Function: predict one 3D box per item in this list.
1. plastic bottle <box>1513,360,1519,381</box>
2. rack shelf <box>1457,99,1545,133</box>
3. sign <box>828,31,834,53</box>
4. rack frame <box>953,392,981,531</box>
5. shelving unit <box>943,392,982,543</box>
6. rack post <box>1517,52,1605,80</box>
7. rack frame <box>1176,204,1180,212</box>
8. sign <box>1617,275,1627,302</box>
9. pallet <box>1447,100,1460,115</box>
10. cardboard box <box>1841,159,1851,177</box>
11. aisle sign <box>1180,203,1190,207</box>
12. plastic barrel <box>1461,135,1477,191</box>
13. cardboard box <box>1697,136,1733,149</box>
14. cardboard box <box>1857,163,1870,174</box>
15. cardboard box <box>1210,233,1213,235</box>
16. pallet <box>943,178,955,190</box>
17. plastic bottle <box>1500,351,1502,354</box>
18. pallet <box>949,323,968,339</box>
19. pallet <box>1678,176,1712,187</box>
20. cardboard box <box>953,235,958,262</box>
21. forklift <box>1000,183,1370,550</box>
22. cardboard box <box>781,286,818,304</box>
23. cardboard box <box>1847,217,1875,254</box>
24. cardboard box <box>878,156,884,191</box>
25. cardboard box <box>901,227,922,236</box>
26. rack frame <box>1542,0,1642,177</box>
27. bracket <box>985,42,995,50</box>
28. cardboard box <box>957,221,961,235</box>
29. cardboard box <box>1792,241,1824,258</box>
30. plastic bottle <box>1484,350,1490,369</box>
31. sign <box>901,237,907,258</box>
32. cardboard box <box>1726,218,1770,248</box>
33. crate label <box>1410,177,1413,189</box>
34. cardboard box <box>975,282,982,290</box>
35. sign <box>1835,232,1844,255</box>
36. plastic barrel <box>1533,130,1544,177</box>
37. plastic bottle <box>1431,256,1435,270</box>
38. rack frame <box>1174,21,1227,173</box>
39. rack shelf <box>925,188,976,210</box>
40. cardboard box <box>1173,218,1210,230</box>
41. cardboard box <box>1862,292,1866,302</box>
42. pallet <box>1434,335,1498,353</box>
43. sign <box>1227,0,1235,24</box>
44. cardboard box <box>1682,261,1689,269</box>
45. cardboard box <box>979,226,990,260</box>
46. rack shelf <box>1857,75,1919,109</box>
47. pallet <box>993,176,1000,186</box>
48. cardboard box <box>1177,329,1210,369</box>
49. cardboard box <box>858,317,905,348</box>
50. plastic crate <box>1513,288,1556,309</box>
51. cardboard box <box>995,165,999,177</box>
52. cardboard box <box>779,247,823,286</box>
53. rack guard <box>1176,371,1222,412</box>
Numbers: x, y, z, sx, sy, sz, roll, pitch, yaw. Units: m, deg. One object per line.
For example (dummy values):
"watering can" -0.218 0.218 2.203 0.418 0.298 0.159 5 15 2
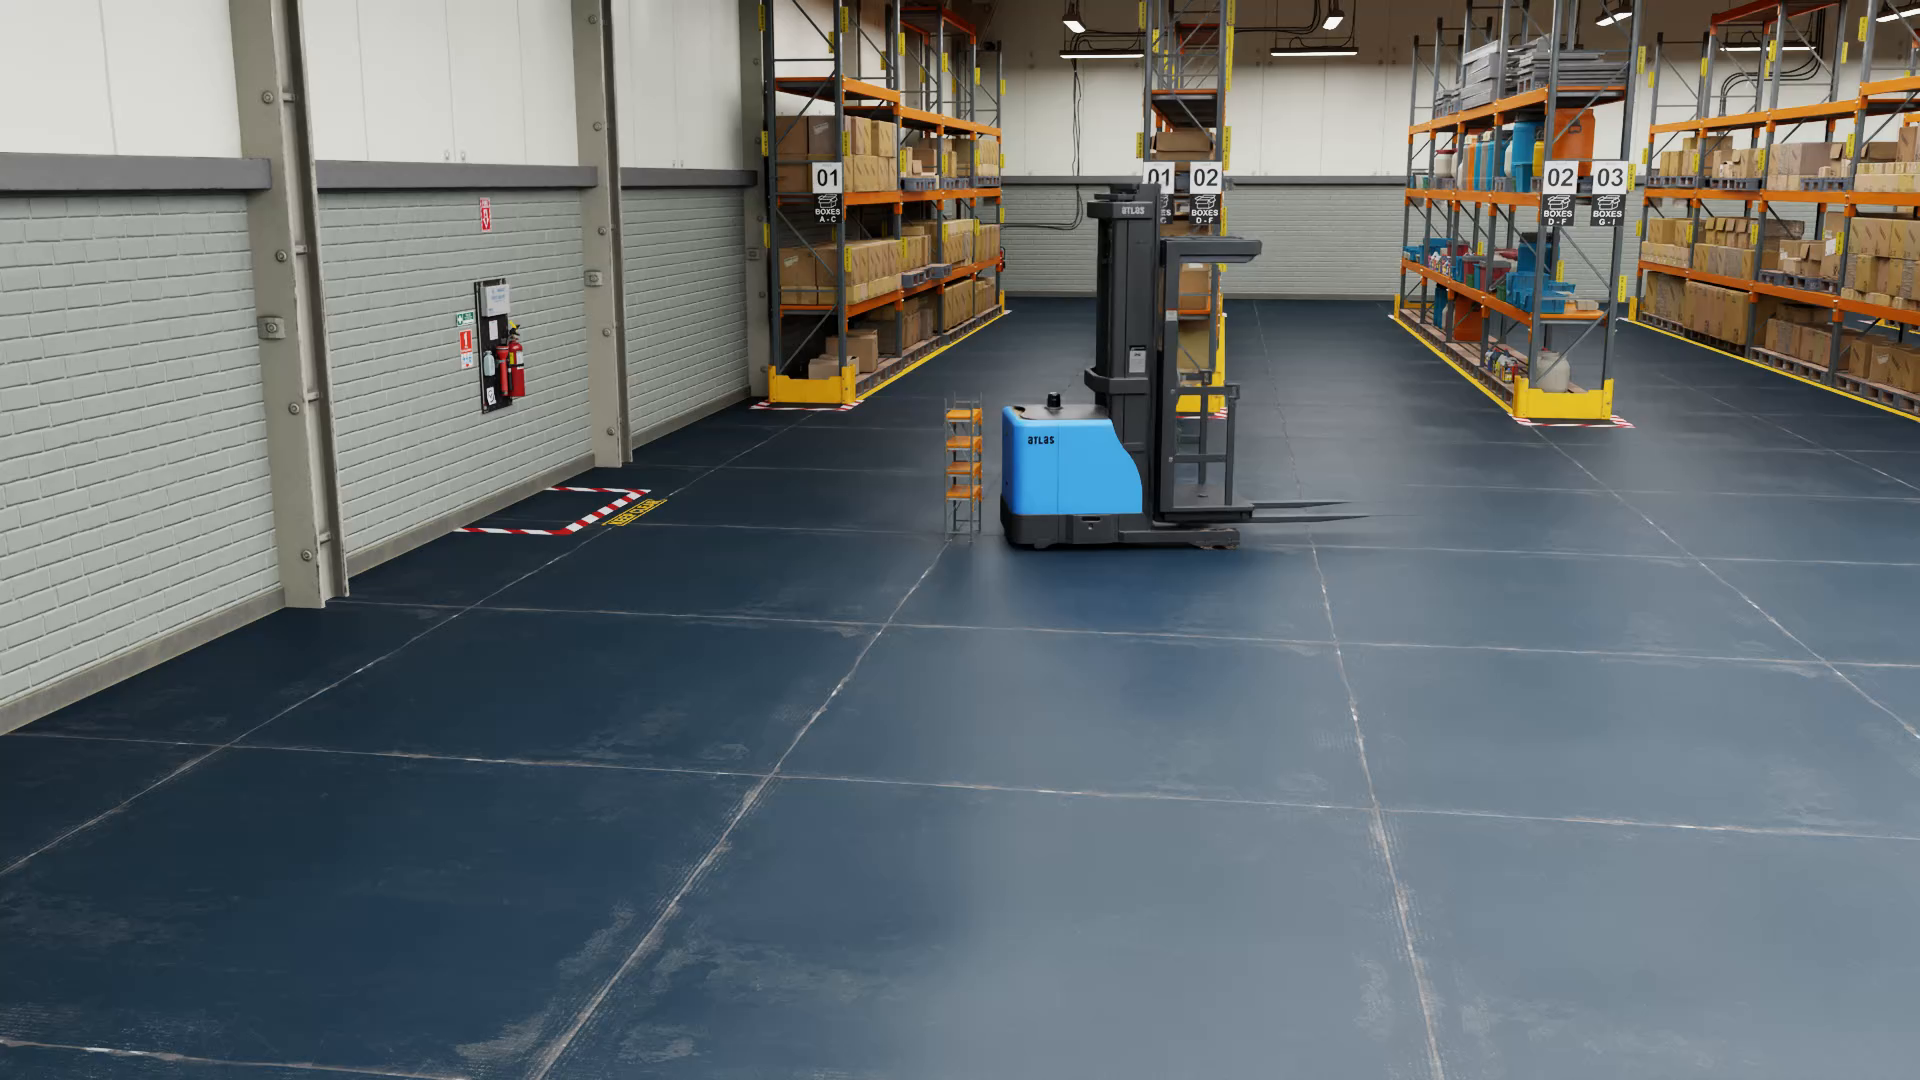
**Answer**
"plastic bottle" 7.767 -2.365 23.249 0.061 0.283 0.133 2 12 9
"rack shelf" 8.669 -6.667 26.227 1.077 0.370 4.000 2 12 9
"sign" -1.977 -7.670 25.630 0.100 0.325 0.005 2 12 9
"rack frame" 0.063 -0.672 14.263 0.240 1.200 0.015 2 12 9
"shelving unit" 0.025 -0.621 14.027 0.258 1.200 0.503 2 12 9
"rack post" 8.014 -6.333 22.198 0.937 0.300 0.954 2 12 8
"rack frame" 5.314 -6.525 37.149 1.000 3.000 0.127 2 12 9
"sign" 8.290 -3.149 20.830 0.100 0.325 0.005 2 12 9
"pallet" 9.118 -7.492 28.795 1.213 0.211 1.003 2 12 9
"cardboard box" 13.302 -5.510 24.642 0.396 0.266 0.258 2 12 11
"aisle sign" 5.034 -7.819 36.985 0.394 0.787 0.004 2 12 9
"plastic barrel" 8.636 -6.246 27.544 0.600 0.901 0.600 0 12 0
"cardboard box" 14.637 -7.702 32.239 0.500 0.250 0.500 1 12 5
"cardboard box" 12.901 -5.235 23.455 0.380 0.149 0.250 2 12 7
"cardboard box" 4.398 -5.432 30.847 0.700 0.500 0.500 4 13 19
"pallet" -0.765 -6.529 30.496 1.213 0.211 1.003 2 12 11
"plastic bottle" 7.962 -2.629 24.475 0.061 0.283 0.133 2 12 9
"pallet" -0.426 -4.071 32.382 1.003 0.211 1.213 2 12 9
"pallet" 14.622 -6.963 32.274 1.003 0.211 1.213 2 12 9
"cardboard box" -0.317 -5.528 31.533 0.500 0.500 0.500 2 12 8
"forklift" 1.892 -1.464 13.828 3.031 2.935 1.130 -1 12 -4
"cardboard box" -2.162 -3.394 22.929 0.500 0.250 0.500 2 12 9
"cardboard box" 12.936 -4.303 23.521 0.500 0.500 0.500 2 12 9
"cardboard box" -1.399 -5.377 24.418 0.500 0.500 0.500 1 12 6
"cardboard box" -0.870 -5.460 29.387 0.380 0.149 0.250 0 12 -1
"rack frame" 7.747 -5.965 20.314 1.000 3.000 0.127 2 12 9
"bracket" 0.758 -12.535 42.253 0.235 0.232 0.430 2 12 9
"cardboard box" -0.260 -5.998 31.936 0.500 0.250 0.500 2 12 7
"cardboard box" 13.841 -4.559 26.792 0.700 0.500 0.500 4 13 17
"plastic bottle" 7.880 -2.695 24.809 0.097 0.271 0.097 0 12 0
"sign" -0.890 -4.594 26.133 0.100 0.325 0.005 2 12 9
"cardboard box" 14.199 -5.504 29.794 0.797 0.503 0.637 2 12 10
"crate label" 9.746 -7.575 35.258 0.408 0.251 0.502 2 12 9
"cardboard box" 0.252 -5.370 35.187 0.380 0.149 0.250 2 12 11
"sign" 12.707 -4.288 24.023 0.100 0.325 0.005 2 12 9
"plastic barrel" 7.797 -5.038 21.686 0.600 0.588 0.600 0 12 0
"plastic bottle" 9.043 -5.284 31.699 0.097 0.271 0.097 0 12 0
"rack frame" 4.698 -8.625 32.653 1.000 3.000 0.127 2 12 9
"rack shelf" -0.504 -6.550 31.854 1.077 0.370 4.000 2 12 9
"cardboard box" 3.098 -4.199 23.043 0.700 0.500 0.500 2 12 9
"cardboard box" 12.834 -3.390 23.201 0.380 0.149 0.250 2 12 9
"pallet" 9.057 -3.500 29.735 1.003 0.211 1.213 2 12 9
"sign" 3.400 -6.641 20.857 0.100 0.325 0.005 2 12 9
"cardboard box" 14.210 -5.322 32.162 0.380 0.149 0.250 2 12 9
"cardboard box" 0.123 -6.414 35.925 0.980 0.700 0.700 1 12 6
"rack shelf" 12.948 -5.868 21.577 1.077 0.370 4.000 2 12 9
"pallet" 0.315 -7.953 36.865 1.003 0.211 1.213 2 12 9
"cardboard box" 3.230 -2.630 22.828 0.500 0.500 0.500 2 12 9
"cardboard box" -1.301 -3.442 27.736 0.700 0.500 0.500 2 12 8
"plastic crate" 7.634 -3.209 22.116 0.499 0.251 0.408 2 12 9
"cardboard box" 0.568 -8.171 36.788 0.500 0.250 0.500 2 12 10
"cardboard box" -2.180 -3.762 22.857 0.500 0.500 0.500 2 12 8
"rack guard" 2.849 -1.967 21.934 1.175 0.500 0.348 2 12 9
